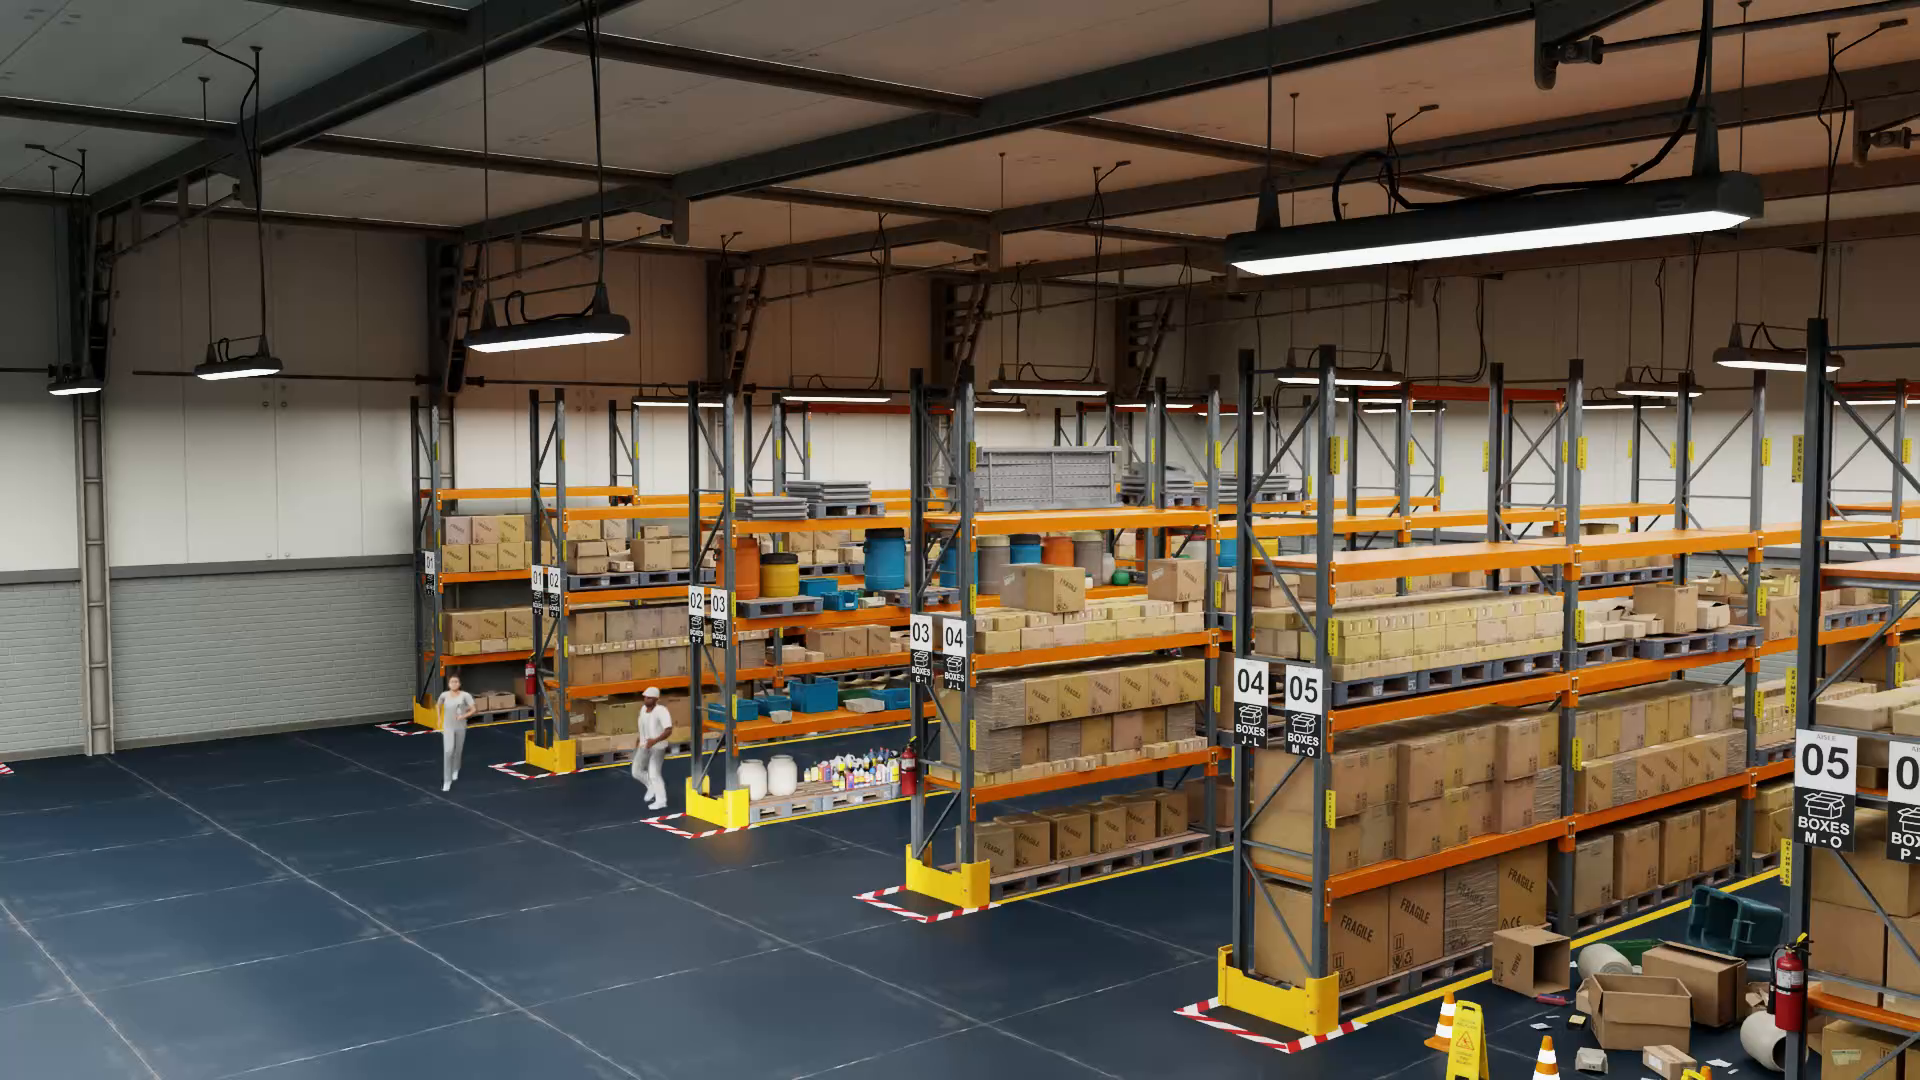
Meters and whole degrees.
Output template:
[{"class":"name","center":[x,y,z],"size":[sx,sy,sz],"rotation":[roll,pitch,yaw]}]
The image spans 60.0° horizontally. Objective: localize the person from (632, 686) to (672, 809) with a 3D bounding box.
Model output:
[{"class":"person","center":[-4.365,2.926,23.443],"size":[0.733,1.744,0.615],"rotation":[2,4,35]}]

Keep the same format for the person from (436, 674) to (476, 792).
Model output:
[{"class":"person","center":[-7.561,2.856,24.974],"size":[0.576,1.707,0.839],"rotation":[-1,3,-15]}]
